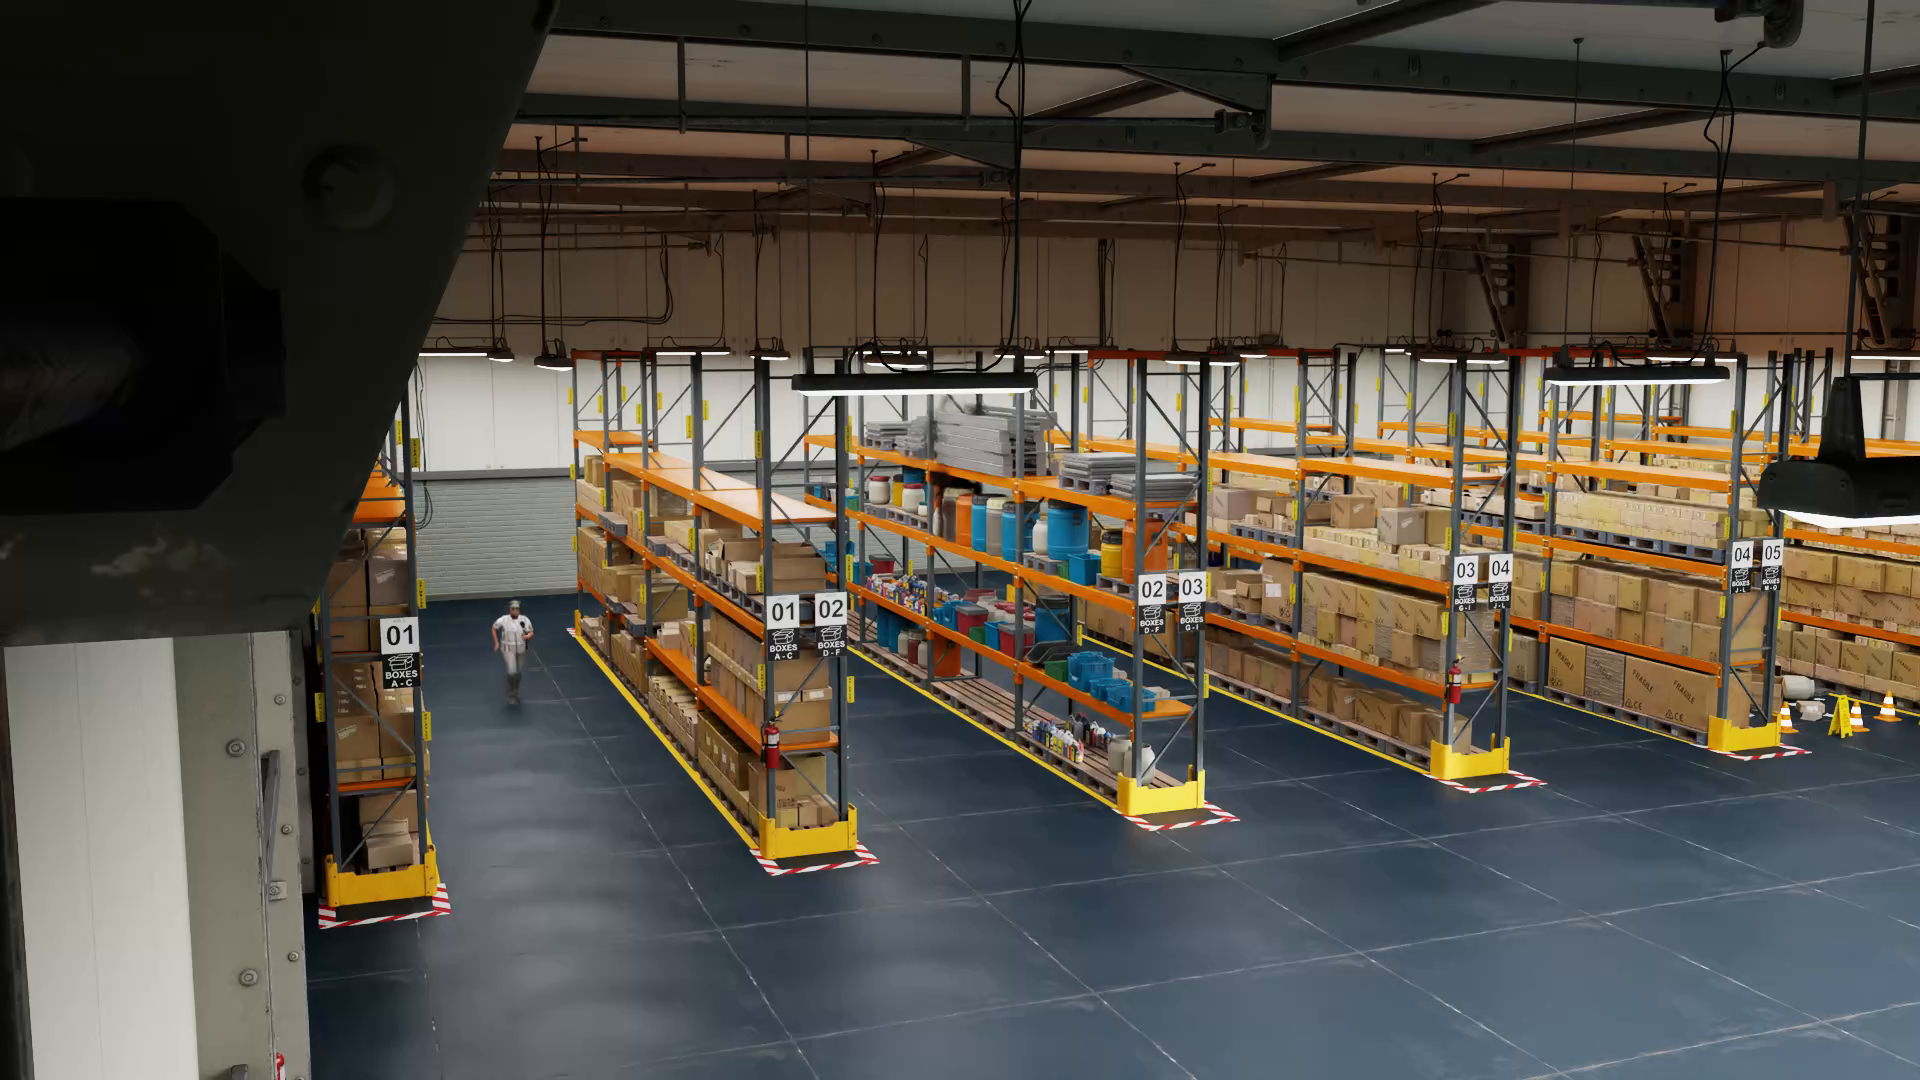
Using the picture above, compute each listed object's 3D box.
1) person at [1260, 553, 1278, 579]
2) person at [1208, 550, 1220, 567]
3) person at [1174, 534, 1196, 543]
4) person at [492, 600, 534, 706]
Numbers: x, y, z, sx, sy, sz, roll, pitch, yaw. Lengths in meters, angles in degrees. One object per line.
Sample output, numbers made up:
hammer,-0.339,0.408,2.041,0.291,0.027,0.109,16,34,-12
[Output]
person,6.642,1.103,35.065,0.669,1.737,0.589,-3,8,-23
person,6.443,0.339,41.718,0.805,1.615,0.508,4,8,29
person,5.516,0.411,41.086,0.656,1.685,0.880,5,9,37
person,-7.628,1.930,28.489,0.630,1.841,0.854,-4,8,-31
